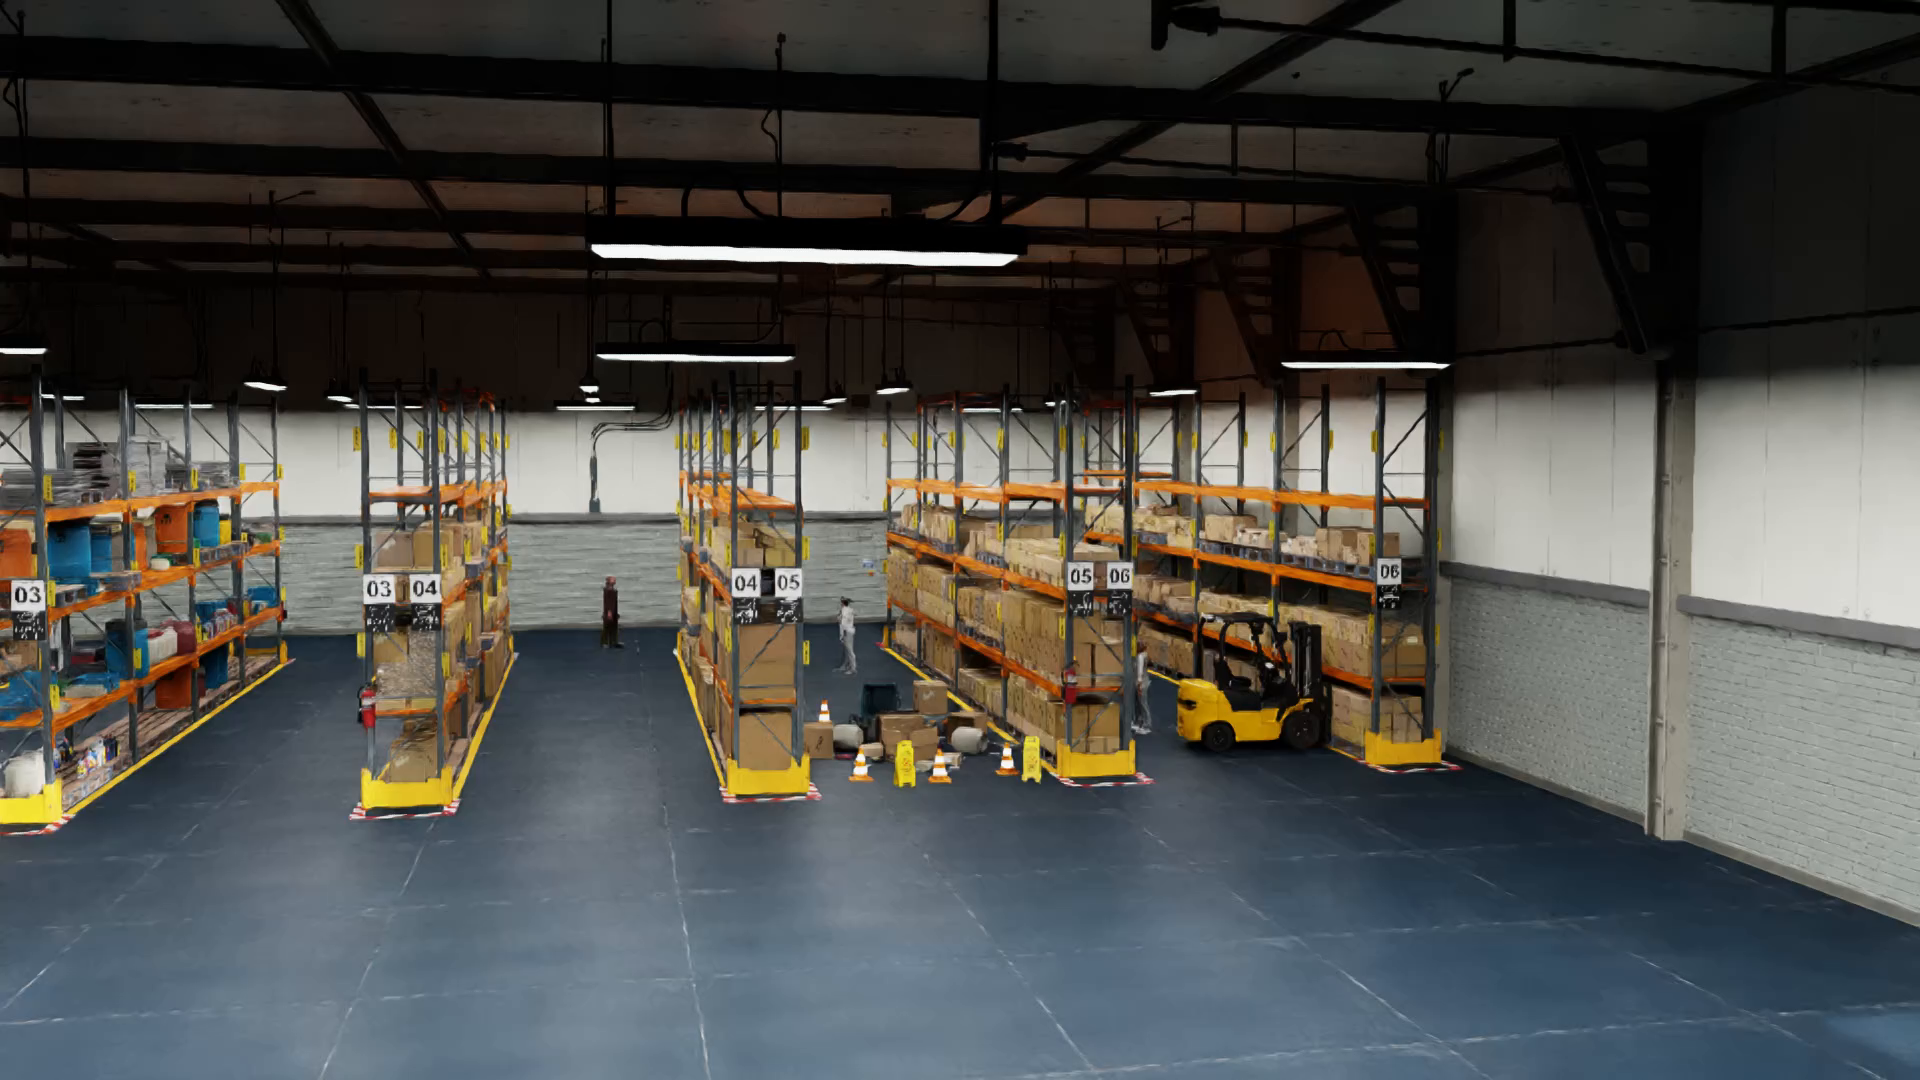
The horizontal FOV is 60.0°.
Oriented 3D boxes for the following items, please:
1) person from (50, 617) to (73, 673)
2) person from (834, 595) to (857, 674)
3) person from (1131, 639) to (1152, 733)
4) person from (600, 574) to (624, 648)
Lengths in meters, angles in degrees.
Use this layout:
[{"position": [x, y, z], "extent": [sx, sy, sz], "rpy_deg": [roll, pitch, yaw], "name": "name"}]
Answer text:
[{"position": [-18.292, 2.139, 33.663], "extent": [0.543, 1.700, 1.115], "rpy_deg": [-1, 3, -10], "name": "person"}, {"position": [-2.466, 2.024, 35.810], "extent": [0.556, 1.664, 0.584], "rpy_deg": [1, 3, 10], "name": "person"}, {"position": [3.076, 2.493, 28.627], "extent": [0.493, 1.596, 0.509], "rpy_deg": [1, 4, 14], "name": "person"}, {"position": [-8.445, 1.703, 40.211], "extent": [0.481, 1.782, 0.665], "rpy_deg": [1, 3, 9], "name": "person"}]
